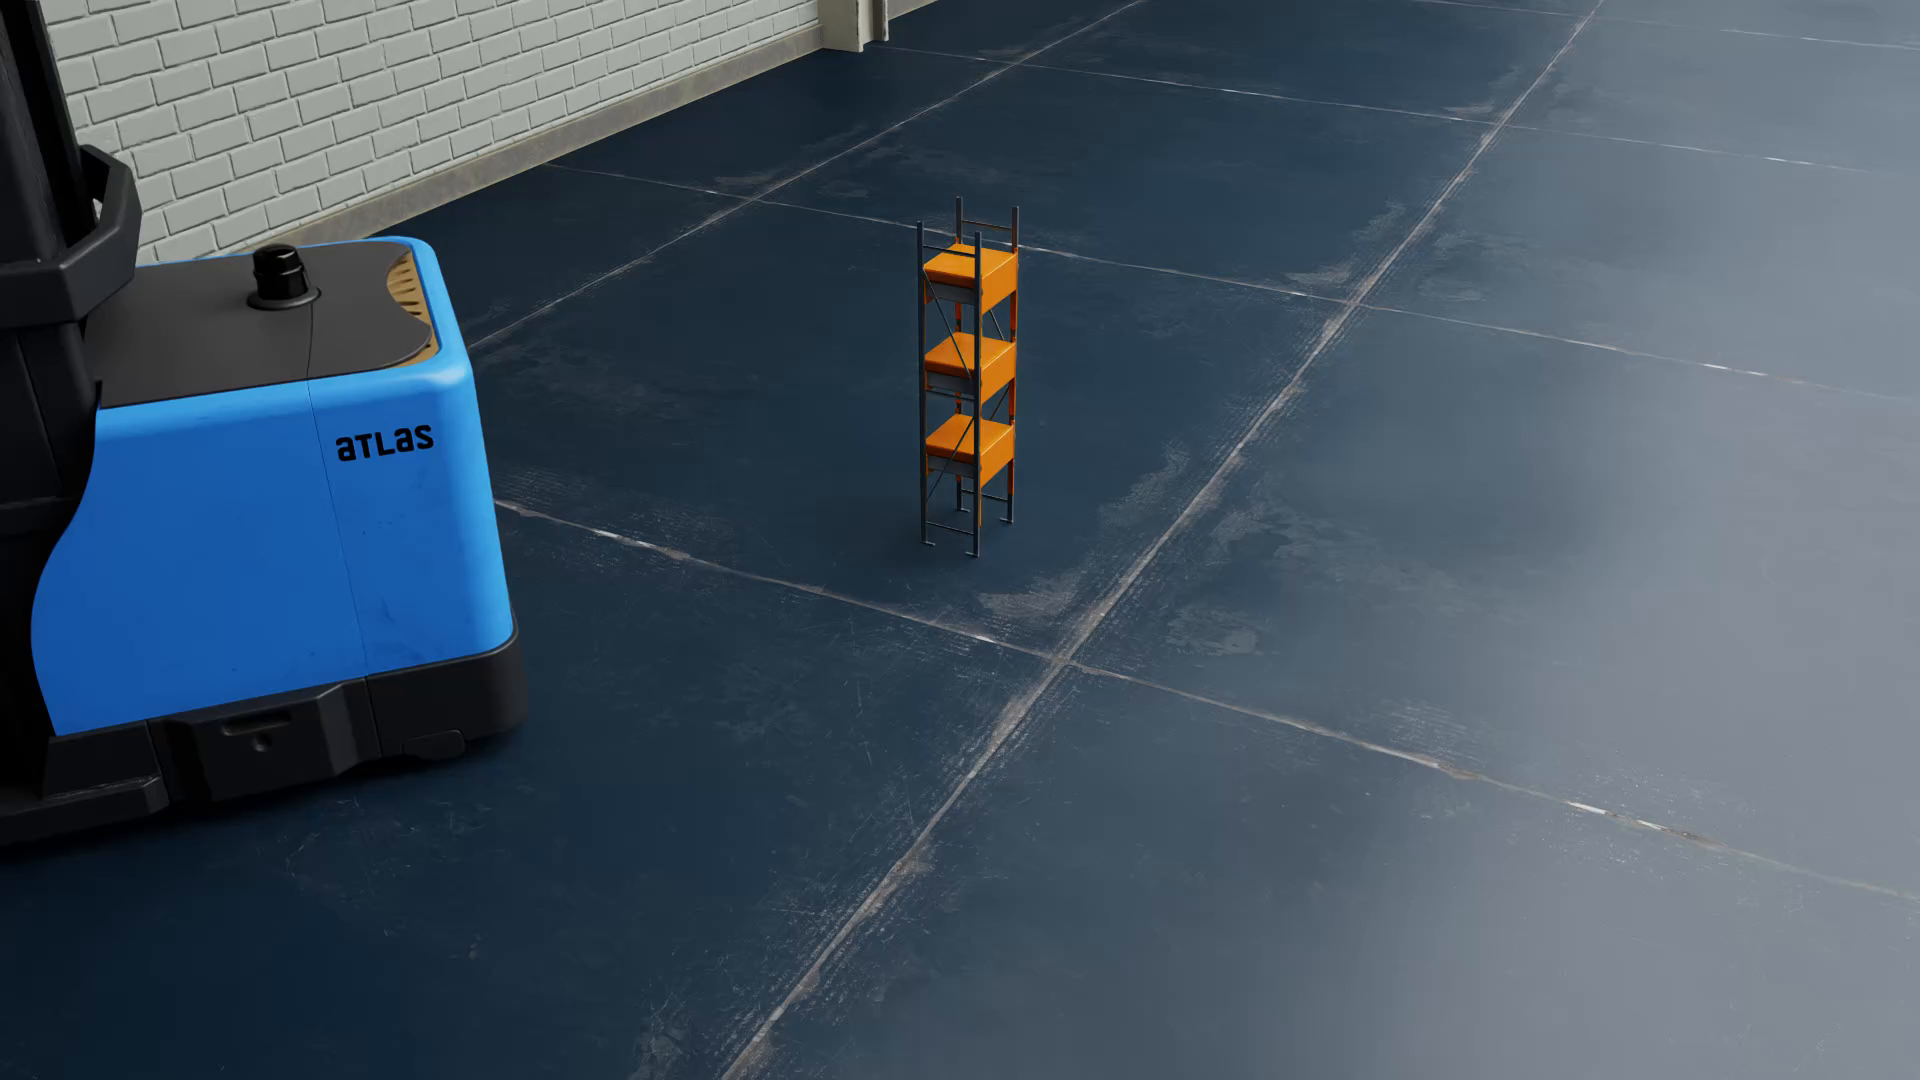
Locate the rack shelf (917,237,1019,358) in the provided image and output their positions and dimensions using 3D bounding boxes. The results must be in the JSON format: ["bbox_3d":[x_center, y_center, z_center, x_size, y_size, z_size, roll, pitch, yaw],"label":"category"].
[{"bbox_3d":[0.024,-0.716,4.894,0.215,0.259,0.240,14,33,23],"label":"rack shelf"}]

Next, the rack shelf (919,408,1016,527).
[{"bbox_3d":[0.024,-0.229,5.174,0.215,0.259,0.240,14,33,23],"label":"rack shelf"}]

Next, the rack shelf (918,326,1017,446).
[{"bbox_3d":[0.024,-0.470,5.035,0.215,0.259,0.240,14,33,23],"label":"rack shelf"}]

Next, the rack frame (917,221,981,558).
[{"bbox_3d":[-0.031,-0.425,4.936,0.200,1.050,0.008,14,33,23],"label":"rack frame"}]

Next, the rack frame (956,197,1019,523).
[{"bbox_3d":[0.080,-0.533,5.124,0.200,1.050,0.008,14,33,23],"label":"rack frame"}]

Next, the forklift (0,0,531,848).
[{"bbox_3d":[-2.691,-0.703,3.531,3.031,2.935,1.130,-11,32,-18],"label":"forklift"}]

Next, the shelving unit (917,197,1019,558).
[{"bbox_3d":[0.024,-0.479,5.030,0.215,1.050,0.252,14,33,23],"label":"shelving unit"}]

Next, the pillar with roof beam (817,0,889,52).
[{"bbox_3d":[3.134,-6.195,7.002,9.100,9.000,0.400,14,33,23],"label":"pillar with roof beam"}]
